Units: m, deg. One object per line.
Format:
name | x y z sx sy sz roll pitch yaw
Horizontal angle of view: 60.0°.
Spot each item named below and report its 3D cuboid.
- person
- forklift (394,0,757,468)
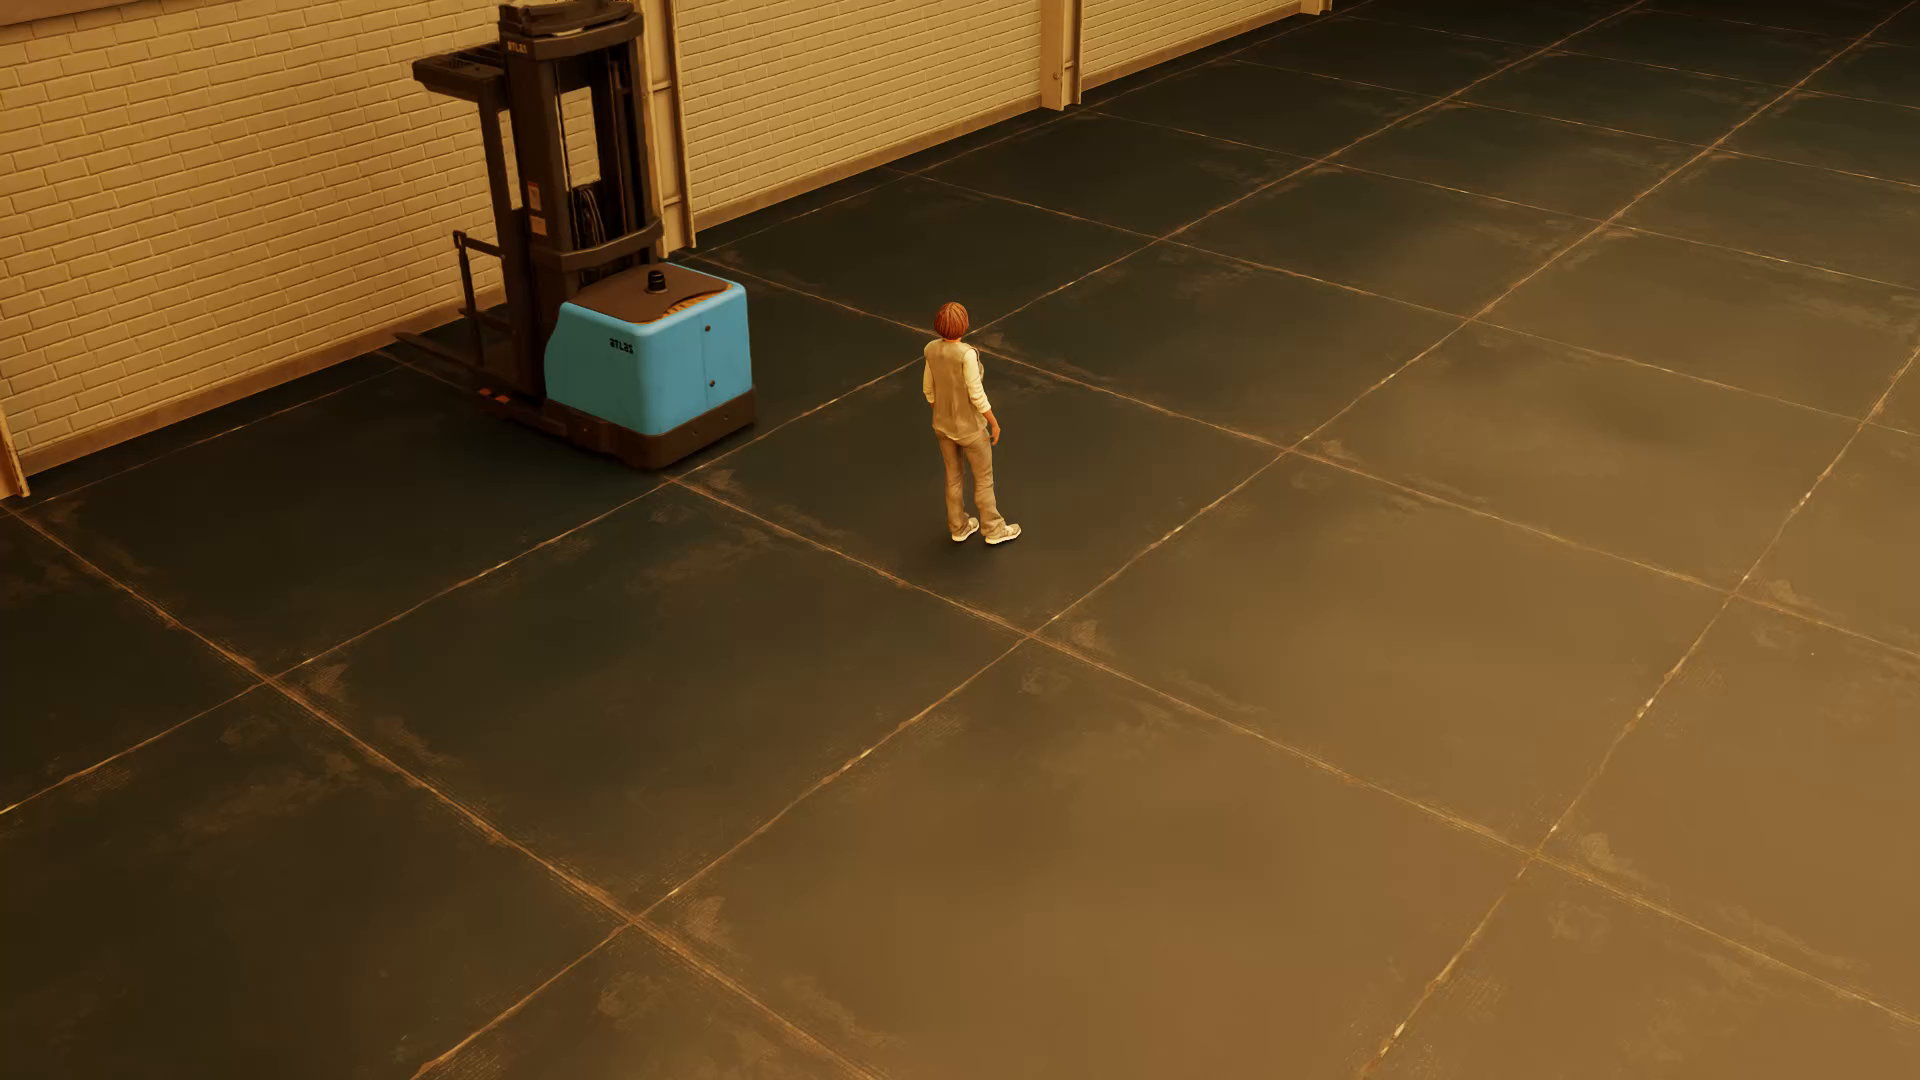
person | 0.057 -0.720 10.135 0.521 1.596 0.475 22 37 33
forklift | -2.934 -2.331 11.585 3.031 2.935 1.130 20 36 31
